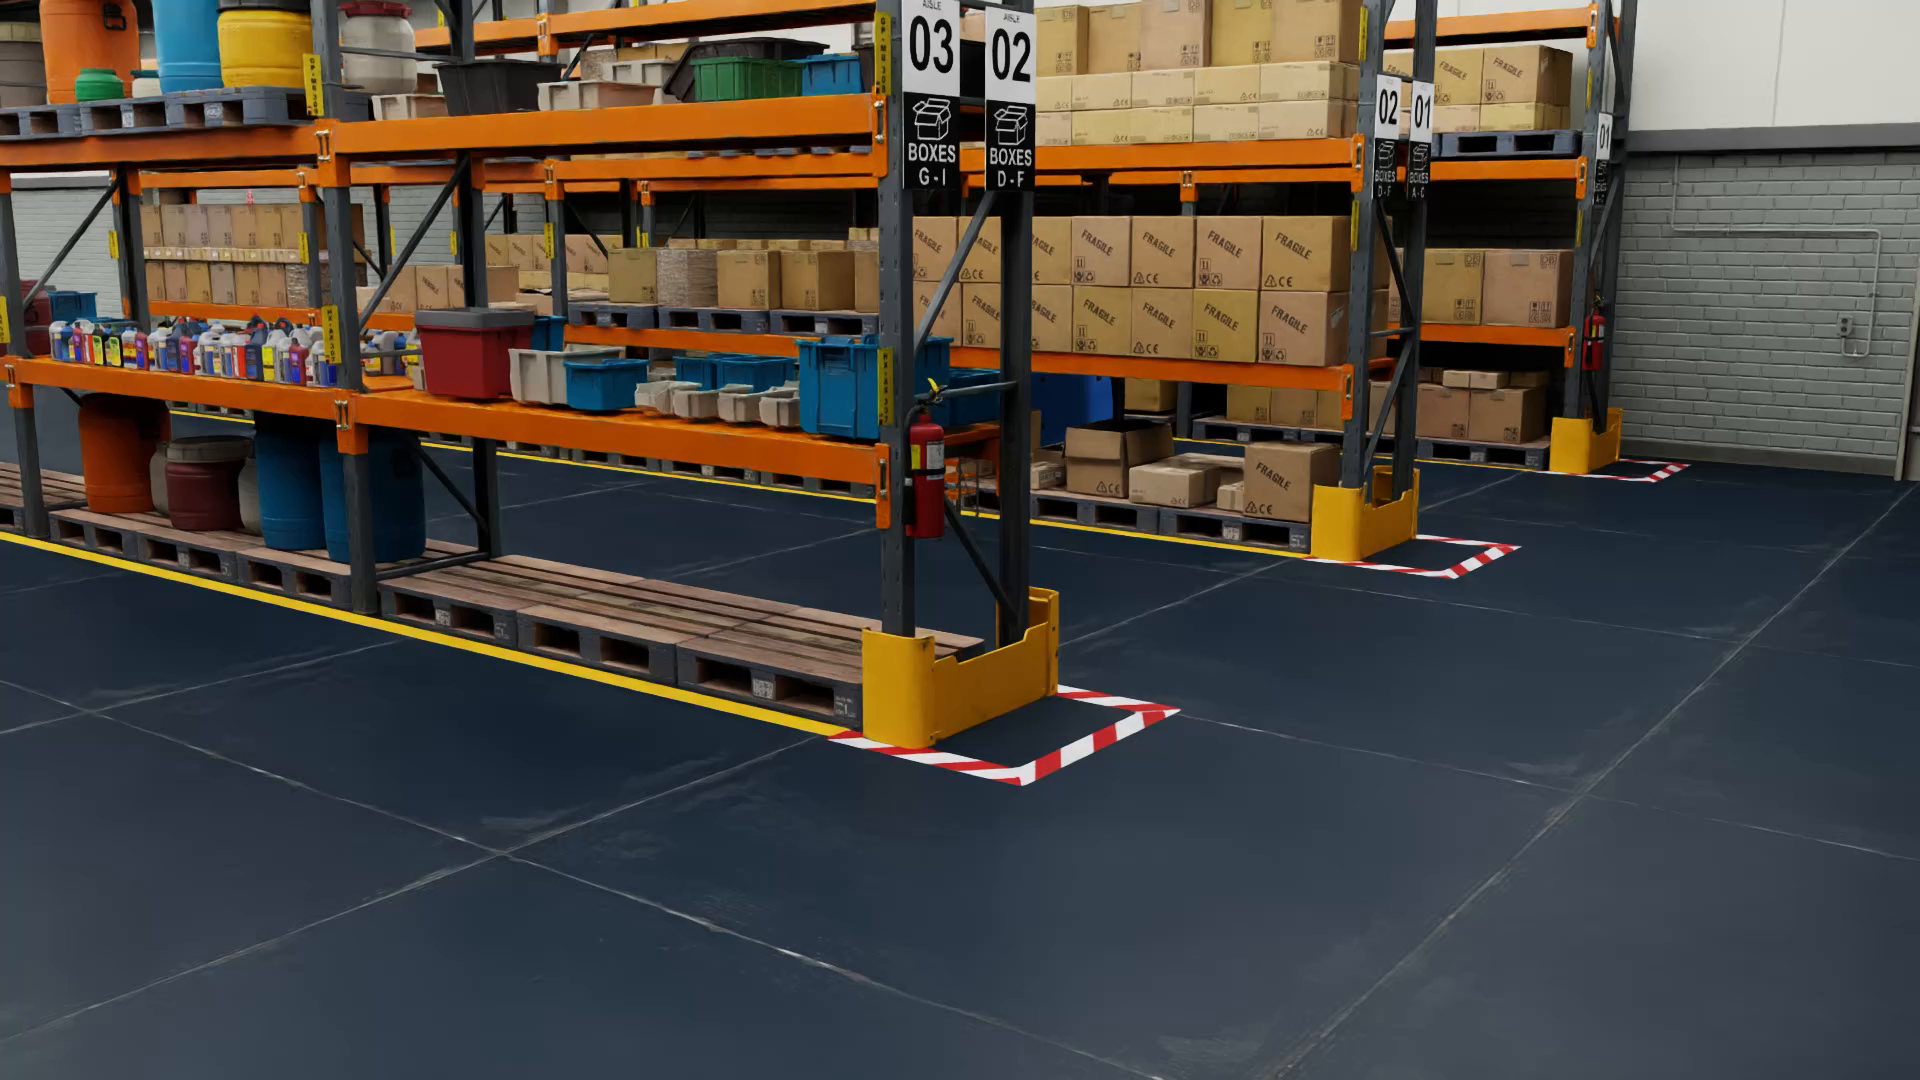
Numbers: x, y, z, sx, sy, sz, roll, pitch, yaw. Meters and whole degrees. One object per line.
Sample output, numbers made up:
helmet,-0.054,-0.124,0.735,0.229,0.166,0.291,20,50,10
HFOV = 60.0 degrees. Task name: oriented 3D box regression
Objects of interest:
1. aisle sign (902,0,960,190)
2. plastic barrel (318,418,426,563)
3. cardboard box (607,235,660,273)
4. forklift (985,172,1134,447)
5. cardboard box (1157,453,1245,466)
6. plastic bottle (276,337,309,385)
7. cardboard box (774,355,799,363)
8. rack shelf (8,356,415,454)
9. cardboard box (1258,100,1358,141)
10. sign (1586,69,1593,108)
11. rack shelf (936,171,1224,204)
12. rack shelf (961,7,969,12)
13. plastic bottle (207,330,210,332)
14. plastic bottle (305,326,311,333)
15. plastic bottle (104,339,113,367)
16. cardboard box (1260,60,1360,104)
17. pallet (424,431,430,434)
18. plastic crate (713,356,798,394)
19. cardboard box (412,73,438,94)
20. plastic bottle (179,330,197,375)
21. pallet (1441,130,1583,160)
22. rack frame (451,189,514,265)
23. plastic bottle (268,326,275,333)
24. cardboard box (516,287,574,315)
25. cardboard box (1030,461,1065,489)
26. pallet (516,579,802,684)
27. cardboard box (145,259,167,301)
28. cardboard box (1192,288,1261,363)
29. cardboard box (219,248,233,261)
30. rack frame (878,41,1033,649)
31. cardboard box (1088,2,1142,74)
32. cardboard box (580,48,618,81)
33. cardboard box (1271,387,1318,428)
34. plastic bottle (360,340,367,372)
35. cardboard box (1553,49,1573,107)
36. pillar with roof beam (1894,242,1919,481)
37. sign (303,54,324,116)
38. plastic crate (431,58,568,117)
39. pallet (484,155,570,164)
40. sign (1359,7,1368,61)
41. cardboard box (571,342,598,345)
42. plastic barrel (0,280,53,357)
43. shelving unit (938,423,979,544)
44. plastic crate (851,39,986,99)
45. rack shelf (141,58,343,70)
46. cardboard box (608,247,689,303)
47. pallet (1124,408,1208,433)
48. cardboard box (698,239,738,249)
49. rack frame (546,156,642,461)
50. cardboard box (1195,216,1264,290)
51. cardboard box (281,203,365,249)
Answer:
aisle sign,-0.119,-1.883,7.020,0.004,0.787,0.394,8,13,36
plastic barrel,-3.656,-0.349,10.354,0.708,0.901,0.600,8,13,36
cardboard box,-4.376,-3.835,22.325,0.500,0.500,0.500,8,13,35
forklift,1.033,-2.225,15.814,1.130,2.935,3.031,3,11,14
cardboard box,1.855,-0.500,12.799,0.500,0.250,0.500,8,13,36
plastic bottle,-4.031,-1.084,10.062,0.135,0.276,0.152,8,13,36
cardboard box,-1.963,-2.264,21.260,0.500,0.500,0.700,8,13,35
rack shelf,-4.840,-0.981,11.096,4.000,0.370,1.077,8,13,36
cardboard box,2.361,-2.834,11.277,0.500,0.250,0.500,8,13,36
sign,5.528,-3.963,14.597,0.005,0.325,0.100,8,13,36
rack shelf,1.024,-3.970,18.650,4.000,0.370,1.077,8,13,36
rack shelf,1.319,-4.233,12.119,4.000,0.370,1.077,8,13,36
plastic bottle,-5.370,-1.406,11.926,0.097,0.201,0.097,0,11,0
plastic bottle,-4.386,-1.304,11.210,0.097,0.271,0.097,0,11,0
plastic bottle,-5.737,-1.279,11.266,0.097,0.201,0.097,0,11,0
cardboard box,2.366,-3.080,11.237,0.500,0.250,0.500,8,13,36
pallet,-6.124,-1.320,18.299,1.213,0.211,1.003,8,13,36
plastic crate,-1.069,-0.833,8.720,0.300,0.233,0.416,8,13,36
cardboard box,-5.795,-4.604,17.348,0.500,0.500,0.500,10,15,41
plastic bottle,-4.947,-1.205,10.666,0.133,0.283,0.061,8,13,36
pallet,5.256,-3.687,15.527,1.213,0.211,1.003,8,13,36
rack frame,-7.036,-3.975,24.678,0.127,3.000,1.000,8,13,36
plastic bottle,-4.628,-1.303,11.209,0.097,0.271,0.097,0,11,0
cardboard box,-4.123,-2.403,16.789,0.500,0.311,0.500,8,13,35
cardboard box,0.620,-0.516,13.100,0.250,0.166,0.380,8,13,36
pallet,-1.625,0.474,9.025,1.213,0.211,1.003,8,13,36
cardboard box,-9.596,-3.211,20.465,0.500,0.500,0.700,8,14,36
cardboard box,1.989,-1.533,11.792,0.500,0.500,0.500,8,14,36
cardboard box,-8.325,-3.304,19.240,0.250,0.149,0.380,8,14,37
rack frame,-0.004,-0.659,7.540,0.127,3.000,1.000,8,13,36
cardboard box,1.340,-3.665,12.282,0.500,0.500,0.700,8,13,36
cardboard box,-3.169,-4.279,15.459,0.500,0.500,0.500,8,13,36
cardboard box,3.581,-1.448,17.092,0.500,0.500,0.700,8,13,35
plastic bottle,-3.905,-1.202,10.869,0.097,0.201,0.097,0,11,0
cardboard box,5.415,-4.318,15.604,0.500,0.500,0.500,7,13,33
pillar with roof beam,6.000,-4.291,10.519,0.400,9.000,9.100,8,13,36
sign,-3.555,-2.502,9.145,0.005,0.325,0.100,8,13,36
plastic crate,-2.389,-2.336,8.654,0.590,0.269,0.497,8,13,36
pallet,-4.117,-3.759,16.164,1.003,0.211,1.213,9,14,38
sign,2.586,-3.242,10.662,0.005,0.325,0.100,8,13,36
cardboard box,-5.510,-2.718,23.604,0.500,0.500,0.700,7,13,32
plastic barrel,-7.005,-1.631,12.207,0.708,0.536,0.600,8,13,36
shelving unit,-0.012,-0.591,11.924,0.189,1.200,0.258,8,13,36
plastic crate,-0.149,-2.154,7.712,0.590,0.269,0.497,8,13,36
rack shelf,-8.353,-5.387,19.130,4.000,0.370,1.077,8,13,36
cardboard box,-2.943,-2.518,15.781,0.500,0.500,0.700,3,11,17
pallet,1.970,-1.332,18.358,1.213,0.211,1.003,8,13,36
cardboard box,-2.976,-3.664,21.649,0.500,0.500,0.700,10,15,41
rack frame,-3.517,-2.317,16.107,0.127,3.000,1.000,8,13,36
cardboard box,2.002,-2.022,11.688,0.500,0.500,0.500,8,14,37
cardboard box,-7.102,-3.501,18.552,0.500,0.500,0.700,8,14,36
